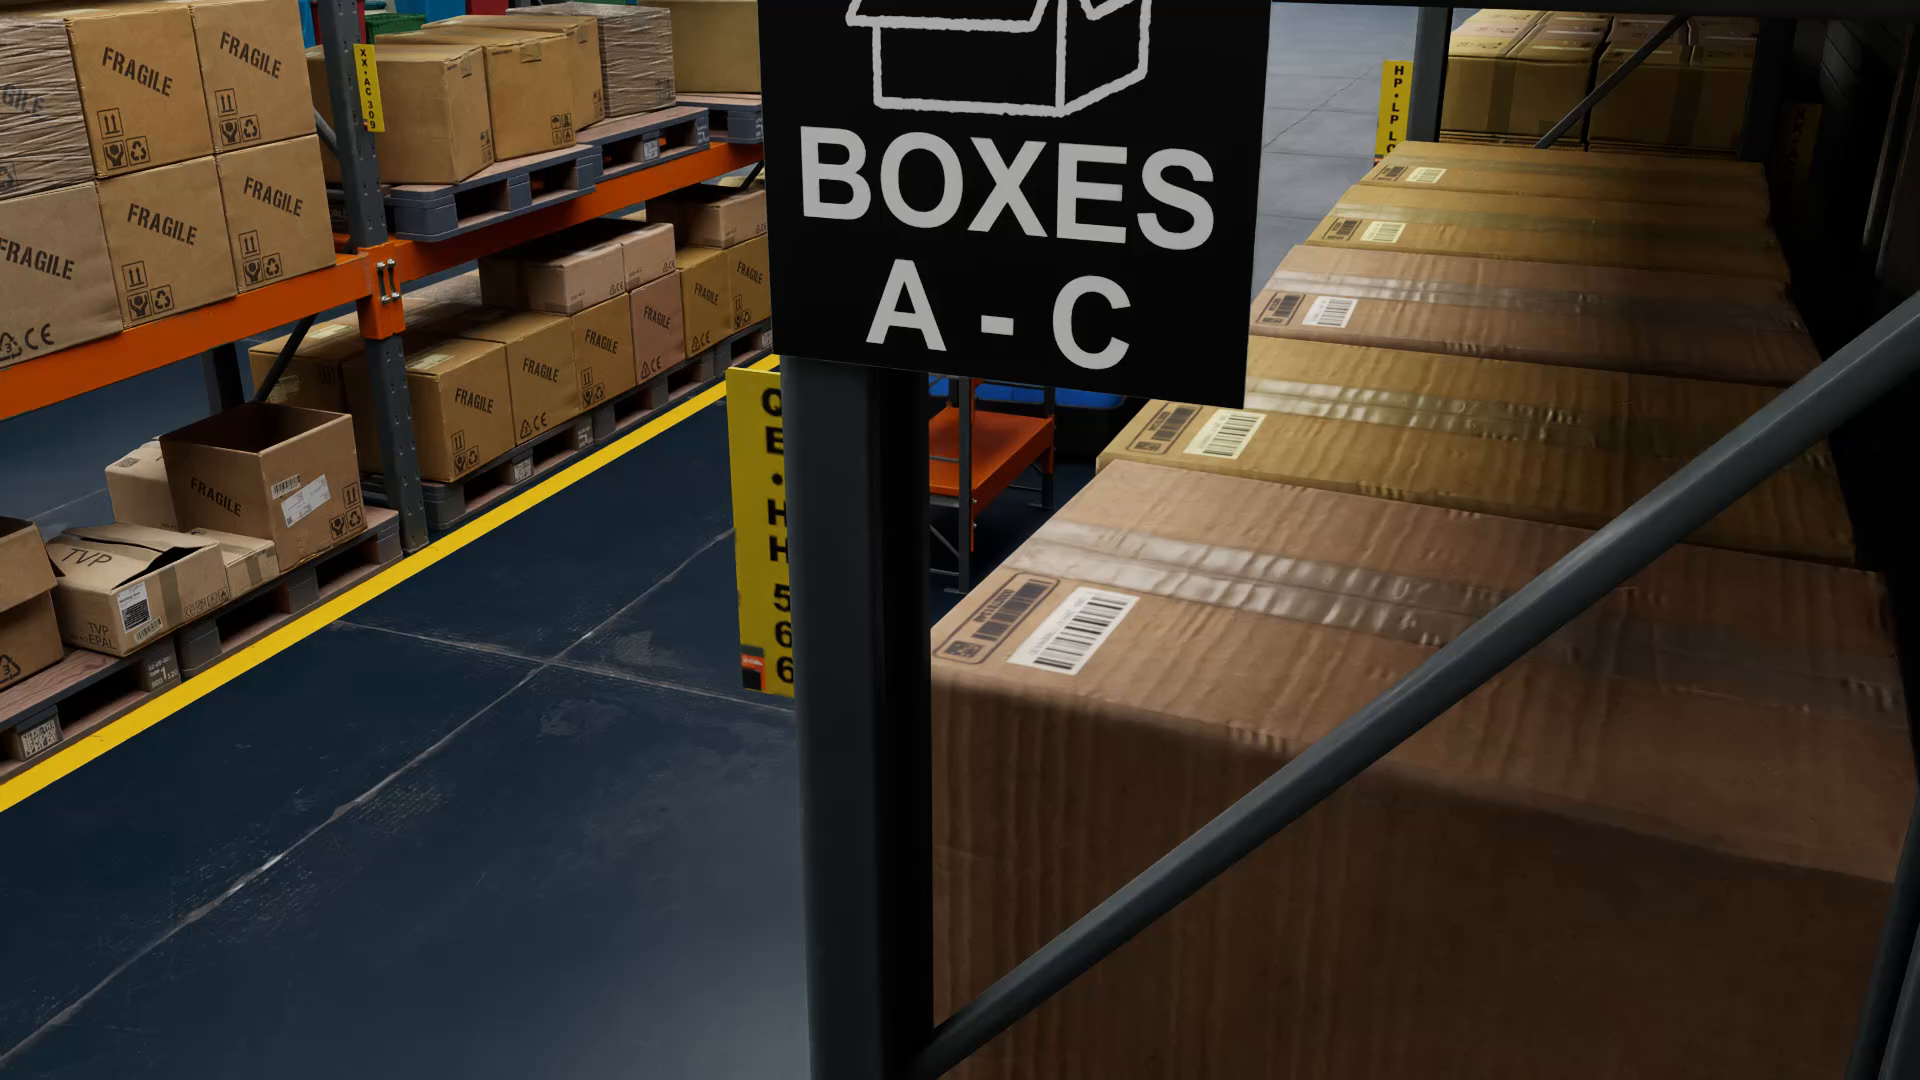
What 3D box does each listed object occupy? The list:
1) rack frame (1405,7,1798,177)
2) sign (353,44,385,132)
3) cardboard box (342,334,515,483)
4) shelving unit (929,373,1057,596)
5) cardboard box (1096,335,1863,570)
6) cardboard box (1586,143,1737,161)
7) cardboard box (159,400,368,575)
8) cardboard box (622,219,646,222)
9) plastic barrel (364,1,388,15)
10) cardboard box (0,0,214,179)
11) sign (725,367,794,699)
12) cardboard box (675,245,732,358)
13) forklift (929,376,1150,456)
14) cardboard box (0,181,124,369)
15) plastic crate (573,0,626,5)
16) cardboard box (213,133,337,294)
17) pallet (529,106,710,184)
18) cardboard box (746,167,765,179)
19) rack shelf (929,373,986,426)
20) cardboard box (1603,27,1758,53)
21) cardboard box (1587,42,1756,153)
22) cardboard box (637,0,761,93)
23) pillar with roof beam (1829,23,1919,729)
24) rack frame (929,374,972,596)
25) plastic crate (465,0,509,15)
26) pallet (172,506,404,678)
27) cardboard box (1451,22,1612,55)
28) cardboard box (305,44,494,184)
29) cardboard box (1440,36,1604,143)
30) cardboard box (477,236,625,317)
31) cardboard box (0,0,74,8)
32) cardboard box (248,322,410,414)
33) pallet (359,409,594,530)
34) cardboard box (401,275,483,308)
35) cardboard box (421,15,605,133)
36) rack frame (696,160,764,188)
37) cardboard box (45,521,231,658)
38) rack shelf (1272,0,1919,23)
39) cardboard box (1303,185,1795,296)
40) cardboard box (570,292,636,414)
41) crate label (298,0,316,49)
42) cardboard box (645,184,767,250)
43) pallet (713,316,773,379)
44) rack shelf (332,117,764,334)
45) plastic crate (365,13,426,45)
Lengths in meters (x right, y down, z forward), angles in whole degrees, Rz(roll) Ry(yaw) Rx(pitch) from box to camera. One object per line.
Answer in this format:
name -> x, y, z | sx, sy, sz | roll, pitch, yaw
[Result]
rack frame -> 1.820, -0.704, 5.043 | 1.000, 3.000, 0.127 | 9, 24, 20
sign -> -2.274, -1.736, 6.392 | 0.100, 0.325, 0.005 | 9, 24, 20
cardboard box -> -2.375, -0.599, 7.466 | 0.500, 0.500, 0.500 | 8, 24, 18
shelving unit -> -0.003, -0.517, 7.027 | 0.538, 1.125, 1.048 | 9, 24, 20
cardboard box -> 0.774, 0.143, 2.626 | 0.980, 0.700, 0.700 | 9, 24, 20
cardboard box -> 2.225, -1.025, 5.270 | 0.500, 0.500, 0.500 | 8, 24, 18
cardboard box -> -2.729, -0.217, 6.550 | 0.500, 0.500, 0.500 | 9, 24, 20
cardboard box -> -1.919, -1.583, 9.819 | 0.500, 0.500, 0.500 | 8, 24, 18
plastic barrel -> -5.041, -4.470, 14.238 | 0.301, 0.262, 0.301 | 0, 23, 0
cardboard box -> -2.916, -1.517, 5.564 | 0.500, 0.500, 0.500 | 8, 24, 19
sign -> -0.165, 0.001, 1.545 | 0.100, 0.325, 0.005 | 9, 24, 20
cardboard box -> -1.617, -1.339, 9.237 | 0.500, 0.500, 0.500 | 8, 24, 18
forklift -> 0.626, -2.299, 8.952 | 1.130, 2.935, 3.031 | 6, 23, 13
cardboard box -> -3.107, -0.873, 5.319 | 0.500, 0.500, 0.500 | 9, 24, 21
plastic crate -> -3.640, -5.333, 16.400 | 0.450, 0.188, 0.662 | 9, 24, 20
cardboard box -> -2.728, -1.242, 6.202 | 0.500, 0.500, 0.500 | 9, 24, 21
pallet -> -2.013, -2.058, 8.534 | 1.003, 0.211, 1.213 | 9, 24, 20
cardboard box -> -1.142, -2.436, 11.486 | 0.500, 0.311, 0.500 | 8, 24, 19
rack shelf -> -0.003, -0.787, 6.915 | 0.538, 0.278, 1.000 | 9, 24, 20
cardboard box -> 2.421, -1.558, 5.573 | 0.500, 0.250, 0.500 | 9, 24, 21
cardboard box -> 2.233, -1.370, 5.123 | 0.500, 0.250, 0.500 | 10, 25, 22
cardboard box -> -1.424, -2.842, 9.486 | 0.700, 0.500, 0.500 | 1, 23, 2
pillar with roof beam -> -1.634, -3.714, 4.466 | 9.100, 9.000, 0.400 | 9, 24, 20
rack frame -> -0.191, -0.335, 6.592 | 0.500, 1.125, 0.032 | 9, 24, 20
plastic crate -> -4.303, -4.797, 14.761 | 0.402, 0.464, 0.583 | 9, 24, 20
pallet -> -3.037, 0.121, 6.687 | 1.003, 0.211, 1.213 | 9, 24, 20
cardboard box -> 1.955, -1.628, 5.741 | 0.500, 0.250, 0.500 | 9, 24, 21
cardboard box -> -2.397, -1.789, 6.967 | 0.700, 0.500, 0.500 | 1, 23, 2
cardboard box -> 1.756, -1.446, 5.306 | 0.500, 0.250, 0.500 | 9, 24, 21
cardboard box -> -2.003, -1.303, 8.178 | 0.500, 0.250, 0.500 | 9, 24, 20
cardboard box -> -3.408, -1.606, 5.776 | 0.500, 0.500, 0.500 | 8, 24, 18
cardboard box -> -2.864, -0.679, 7.656 | 0.500, 0.500, 0.500 | 9, 24, 20
pallet -> -2.514, -0.421, 7.985 | 1.003, 0.211, 1.213 | 9, 24, 20
cardboard box -> -2.485, -1.034, 8.506 | 0.500, 0.500, 0.500 | 9, 24, 21
cardboard box -> -2.182, -2.293, 8.172 | 0.700, 0.500, 0.500 | 3, 23, 7
rack frame -> -1.295, -2.843, 10.165 | 1.000, 3.000, 0.127 | 9, 24, 20
cardboard box -> -3.008, 0.139, 5.943 | 0.500, 0.311, 0.500 | 9, 24, 20
rack shelf -> 1.077, -1.040, 2.890 | 1.077, 0.370, 4.000 | 9, 24, 20
cardboard box -> 1.327, -0.390, 3.903 | 0.980, 0.700, 0.700 | 8, 24, 19
cardboard box -> -1.994, -0.970, 8.352 | 0.500, 0.500, 0.500 | 9, 24, 21
crate label -> -5.272, -3.887, 12.617 | 0.502, 0.435, 0.616 | 9, 24, 20
cardboard box -> -1.441, -1.850, 9.486 | 0.500, 0.250, 0.500 | 10, 25, 22
pallet -> -1.607, -1.295, 10.076 | 1.003, 0.211, 1.213 | 9, 24, 20
rack shelf -> -2.038, -1.795, 8.590 | 1.077, 0.370, 4.000 | 9, 24, 20
plastic crate -> -4.792, -4.224, 13.745 | 0.450, 0.188, 0.662 | 9, 24, 20
